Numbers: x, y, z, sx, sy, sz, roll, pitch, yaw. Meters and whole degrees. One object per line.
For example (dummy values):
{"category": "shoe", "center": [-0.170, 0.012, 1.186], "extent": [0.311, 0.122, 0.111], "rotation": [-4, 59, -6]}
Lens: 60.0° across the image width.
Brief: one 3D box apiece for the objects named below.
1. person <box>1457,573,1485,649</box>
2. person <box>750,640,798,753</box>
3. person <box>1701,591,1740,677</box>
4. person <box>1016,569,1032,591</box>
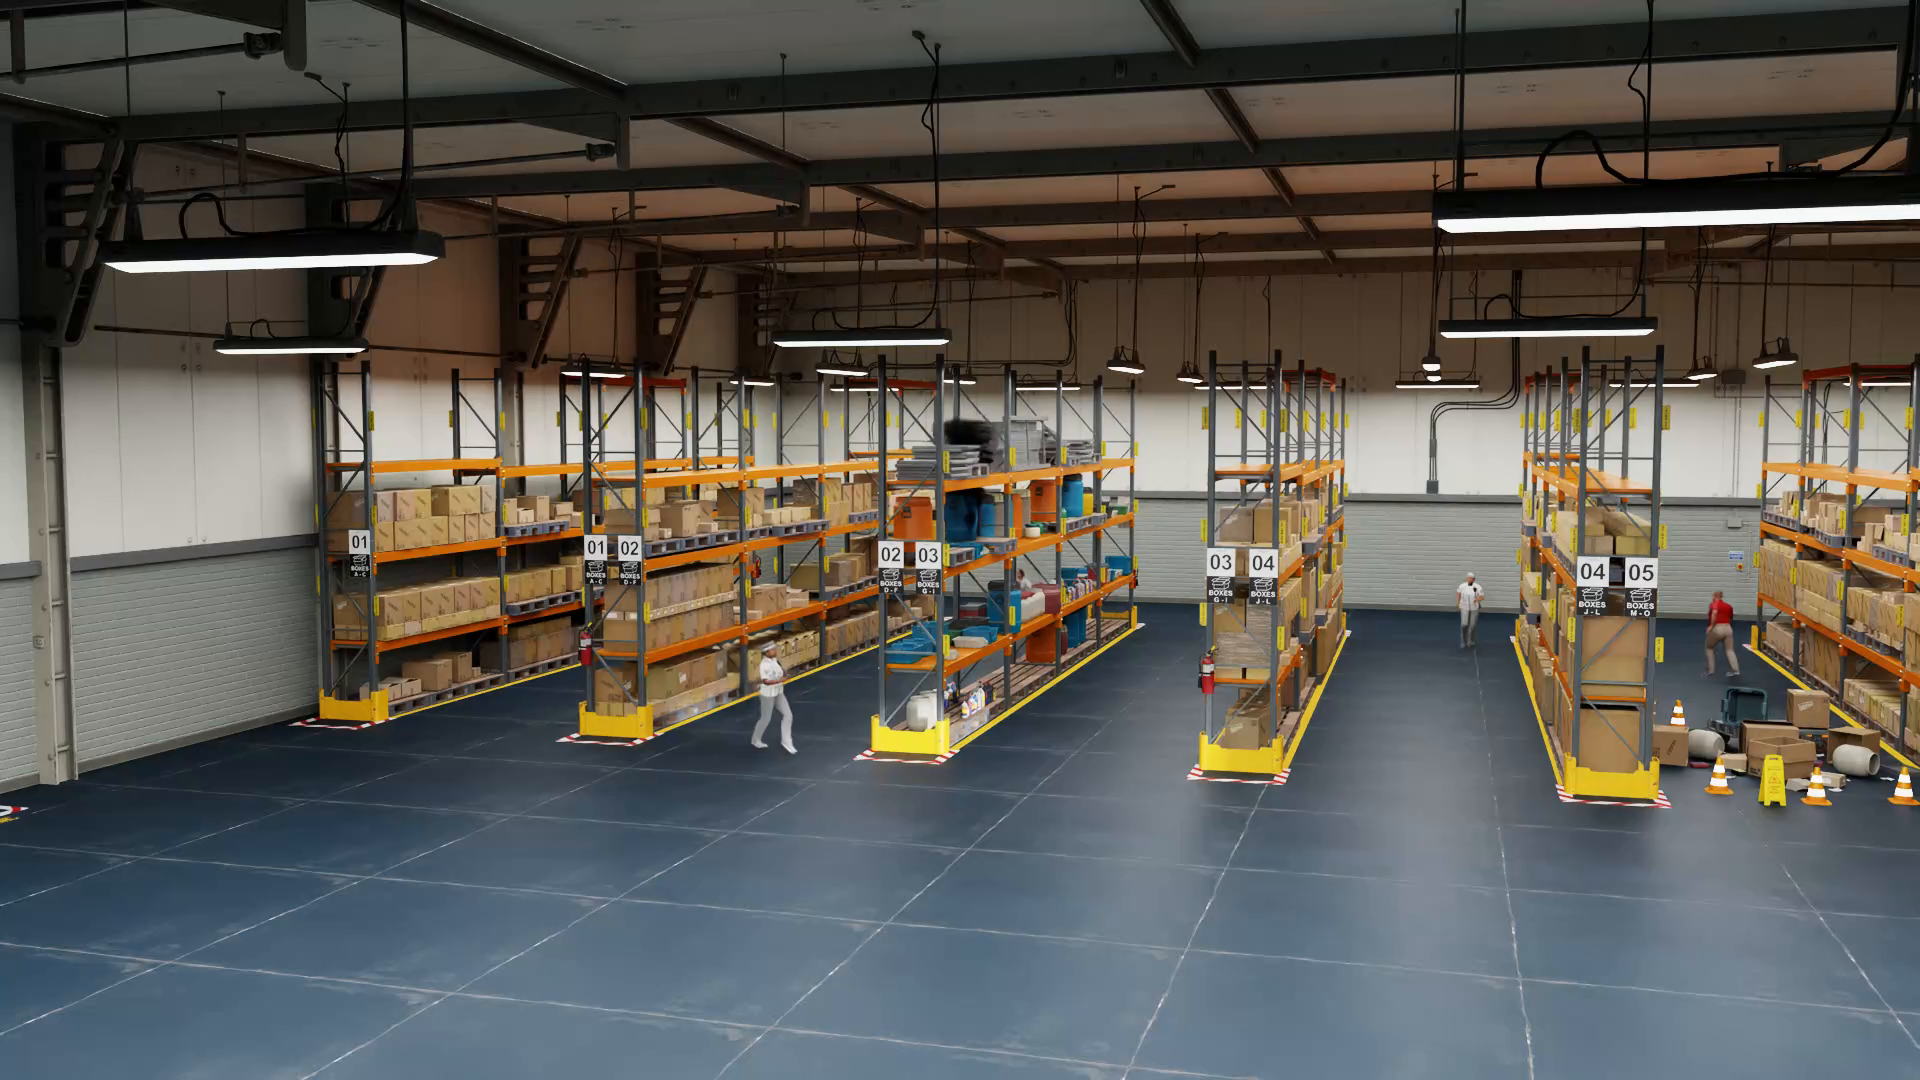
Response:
{"category": "person", "center": [11.261, 1.573, 36.688], "extent": [0.585, 1.715, 0.710], "rotation": [1, 4, 15]}
{"category": "person", "center": [-2.879, 2.375, 25.051], "extent": [0.724, 1.758, 0.563], "rotation": [2, 5, 28]}
{"category": "person", "center": [14.821, 1.854, 32.387], "extent": [0.666, 1.707, 1.001], "rotation": [0, 4, -7]}
{"category": "person", "center": [1.473, 1.460, 38.786], "extent": [0.559, 1.579, 0.606], "rotation": [2, 4, 23]}
